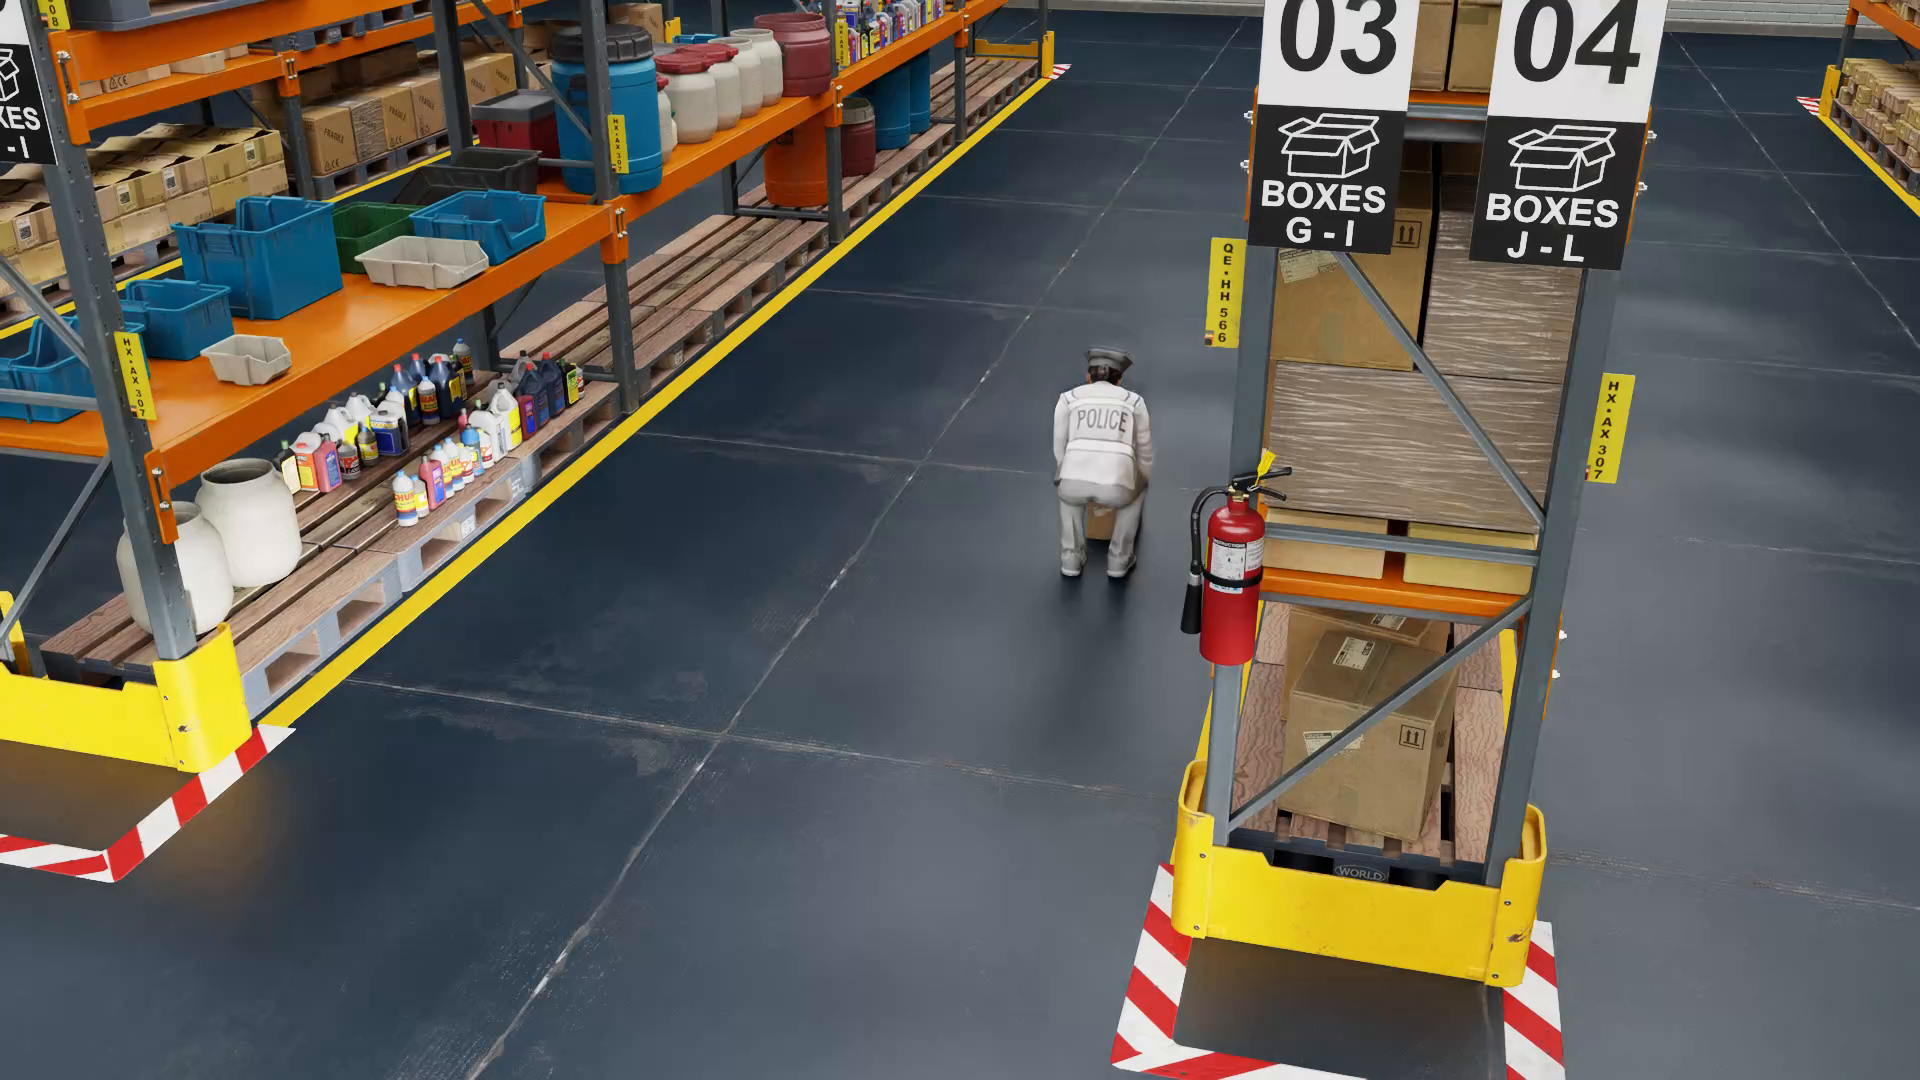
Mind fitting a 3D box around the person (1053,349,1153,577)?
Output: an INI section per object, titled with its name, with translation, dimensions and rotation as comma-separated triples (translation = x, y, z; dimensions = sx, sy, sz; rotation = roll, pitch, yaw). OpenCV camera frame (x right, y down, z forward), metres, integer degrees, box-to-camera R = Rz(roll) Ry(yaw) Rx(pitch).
[person]
translation = 0.674, -0.368, 8.126
dimensions = 0.497, 1.028, 0.837
rotation = 6, 26, 13
